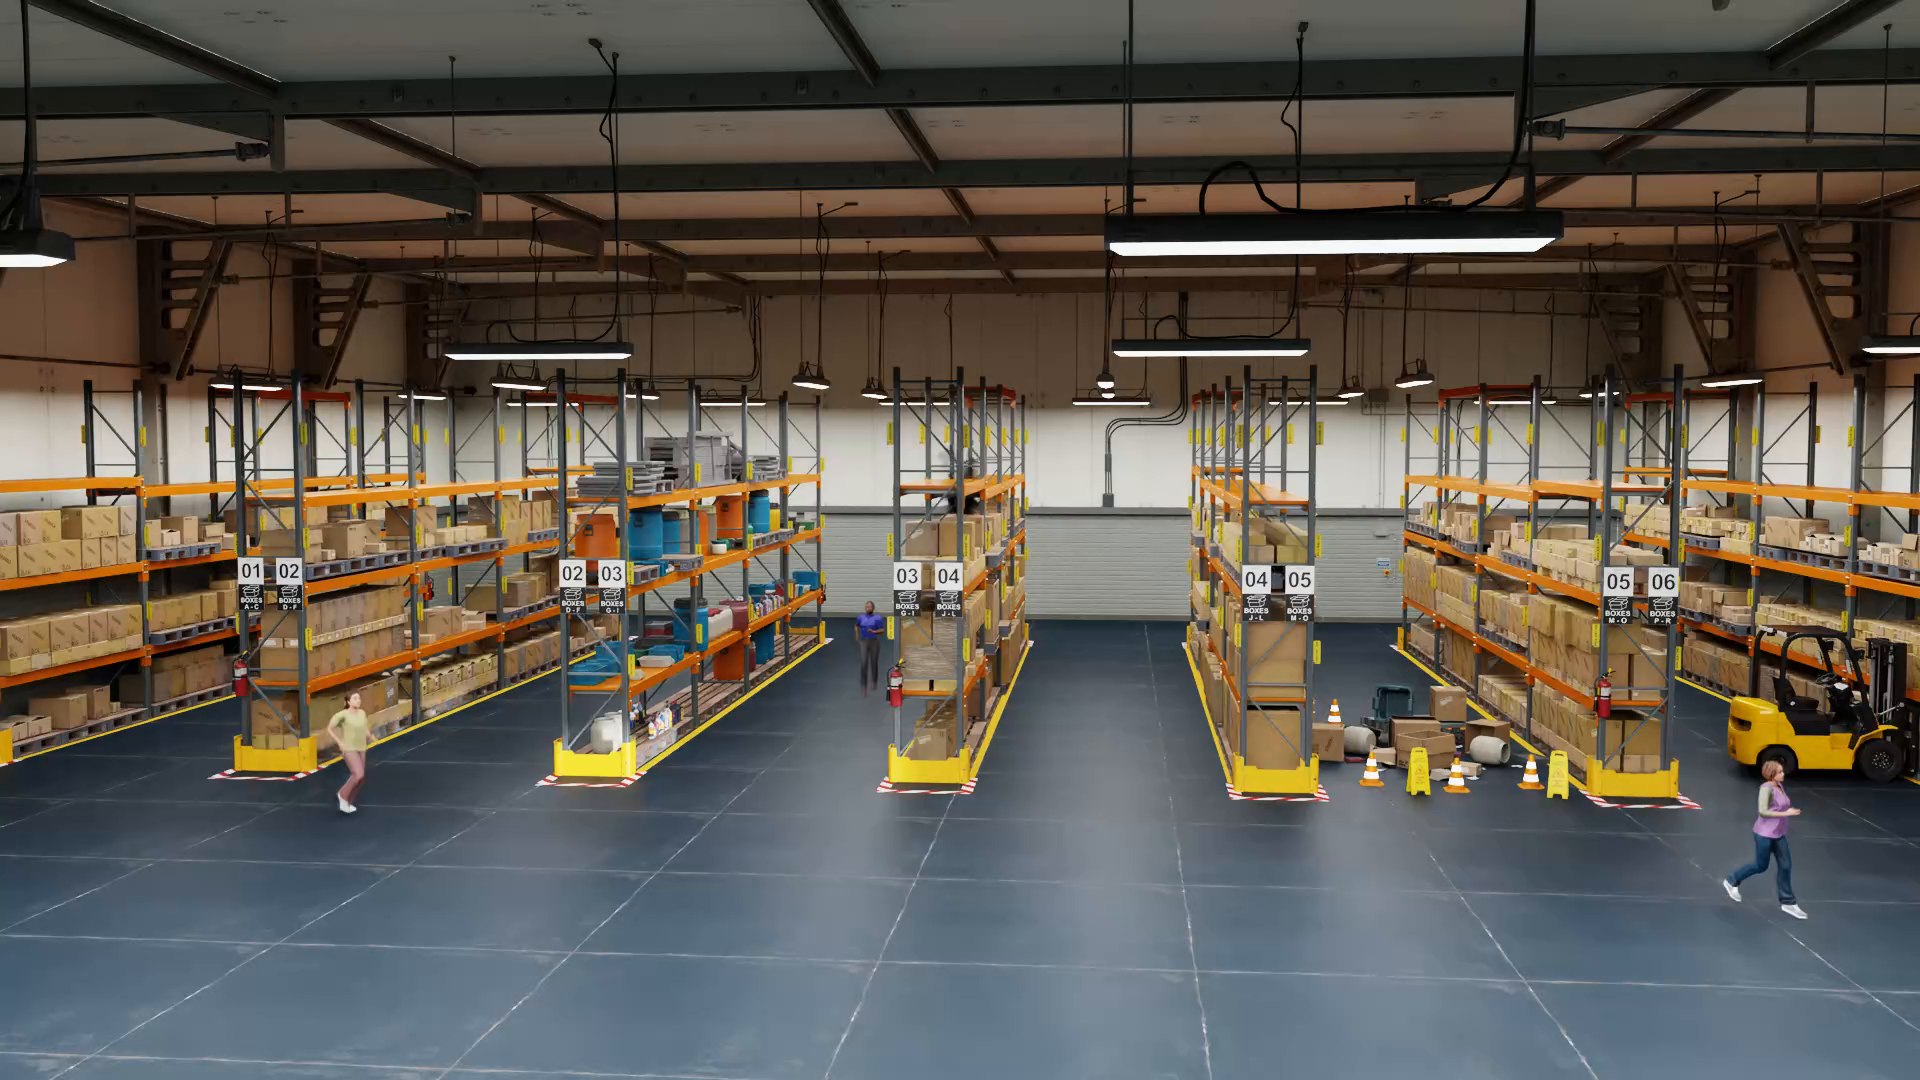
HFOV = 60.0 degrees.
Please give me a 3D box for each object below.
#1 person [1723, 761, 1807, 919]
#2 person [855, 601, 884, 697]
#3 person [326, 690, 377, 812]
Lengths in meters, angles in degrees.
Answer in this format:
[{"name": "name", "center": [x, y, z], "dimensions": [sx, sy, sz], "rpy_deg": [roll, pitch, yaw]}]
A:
[{"name": "person", "center": [8.461, 3.145, 17.432], "dimensions": [0.565, 1.500, 0.859], "rpy_deg": [-3, 5, -39]}, {"name": "person", "center": [-1.667, 1.973, 30.573], "dimensions": [0.557, 1.716, 0.779], "rpy_deg": [0, 4, 1]}, {"name": "person", "center": [-8.025, 2.804, 22.044], "dimensions": [0.567, 1.626, 0.553], "rpy_deg": [2, 4, 29]}]
